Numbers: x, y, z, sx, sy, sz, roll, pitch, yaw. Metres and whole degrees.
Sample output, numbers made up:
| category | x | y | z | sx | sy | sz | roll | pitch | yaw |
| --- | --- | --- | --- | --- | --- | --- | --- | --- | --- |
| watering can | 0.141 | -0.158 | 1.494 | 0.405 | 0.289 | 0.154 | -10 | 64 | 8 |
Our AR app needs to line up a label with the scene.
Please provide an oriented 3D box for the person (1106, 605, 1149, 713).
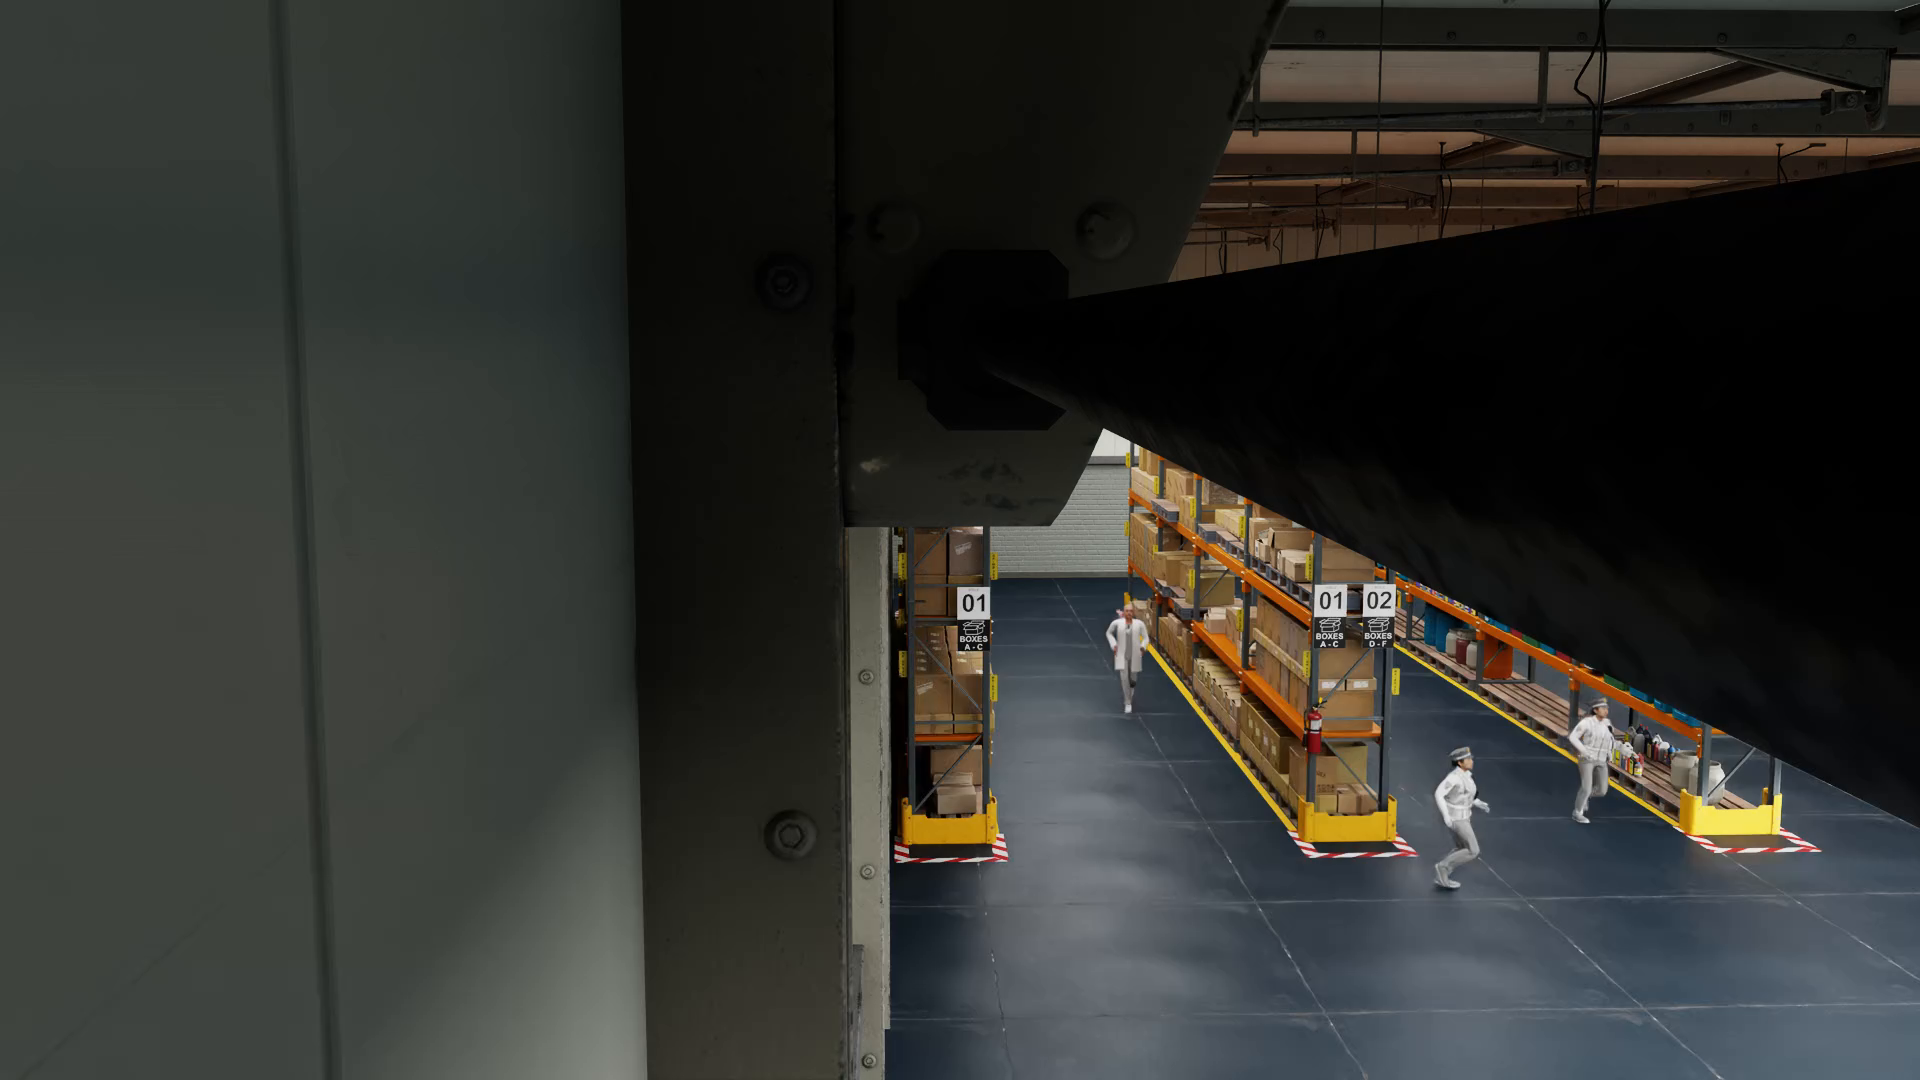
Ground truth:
| category | x | y | z | sx | sy | sz | roll | pitch | yaw |
| --- | --- | --- | --- | --- | --- | --- | --- | --- | --- |
| person | 2.784 | 1.941 | 27.657 | 0.711 | 1.759 | 0.856 | 0 | 7 | 2 |

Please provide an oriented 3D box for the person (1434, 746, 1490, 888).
| category | x | y | z | sx | sy | sz | roll | pitch | yaw |
| --- | --- | --- | --- | --- | --- | --- | --- | --- | --- |
| person | 5.646 | 3.120 | 18.679 | 0.555 | 1.648 | 0.606 | 4 | 8 | 30 |

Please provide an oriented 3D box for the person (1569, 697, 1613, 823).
| category | x | y | z | sx | sy | sz | roll | pitch | yaw |
| --- | --- | --- | --- | --- | --- | --- | --- | --- | --- |
| person | 8.122 | 2.806 | 21.350 | 0.609 | 1.615 | 0.511 | -1 | 7 | -10 |
